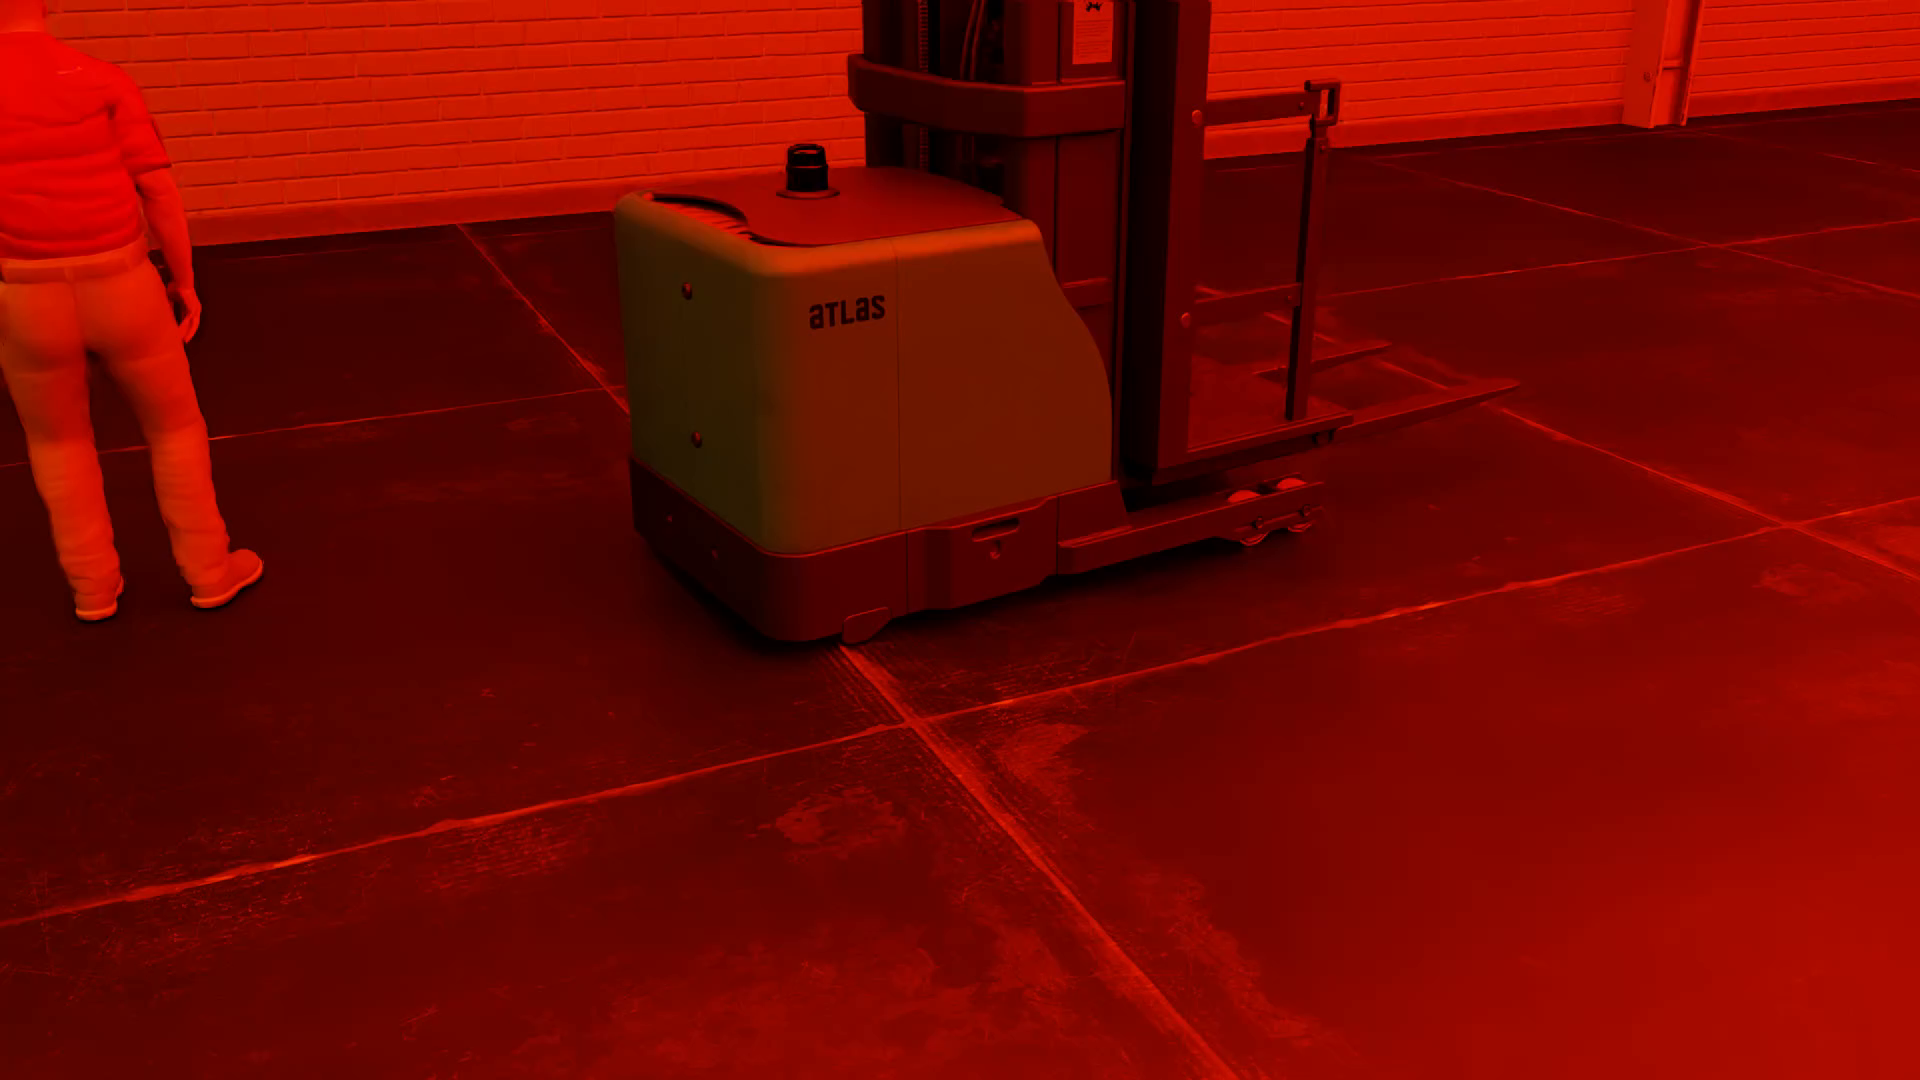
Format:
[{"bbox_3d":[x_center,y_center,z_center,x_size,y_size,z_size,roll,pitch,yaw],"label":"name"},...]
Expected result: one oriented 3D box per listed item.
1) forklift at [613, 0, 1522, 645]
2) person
[{"bbox_3d":[0.529,-1.493,4.879,3.031,2.935,1.130,-14,26,-30],"label":"forklift"},{"bbox_3d":[-2.301,-0.629,4.373,0.630,1.724,0.408,-10,25,-24],"label":"person"}]
